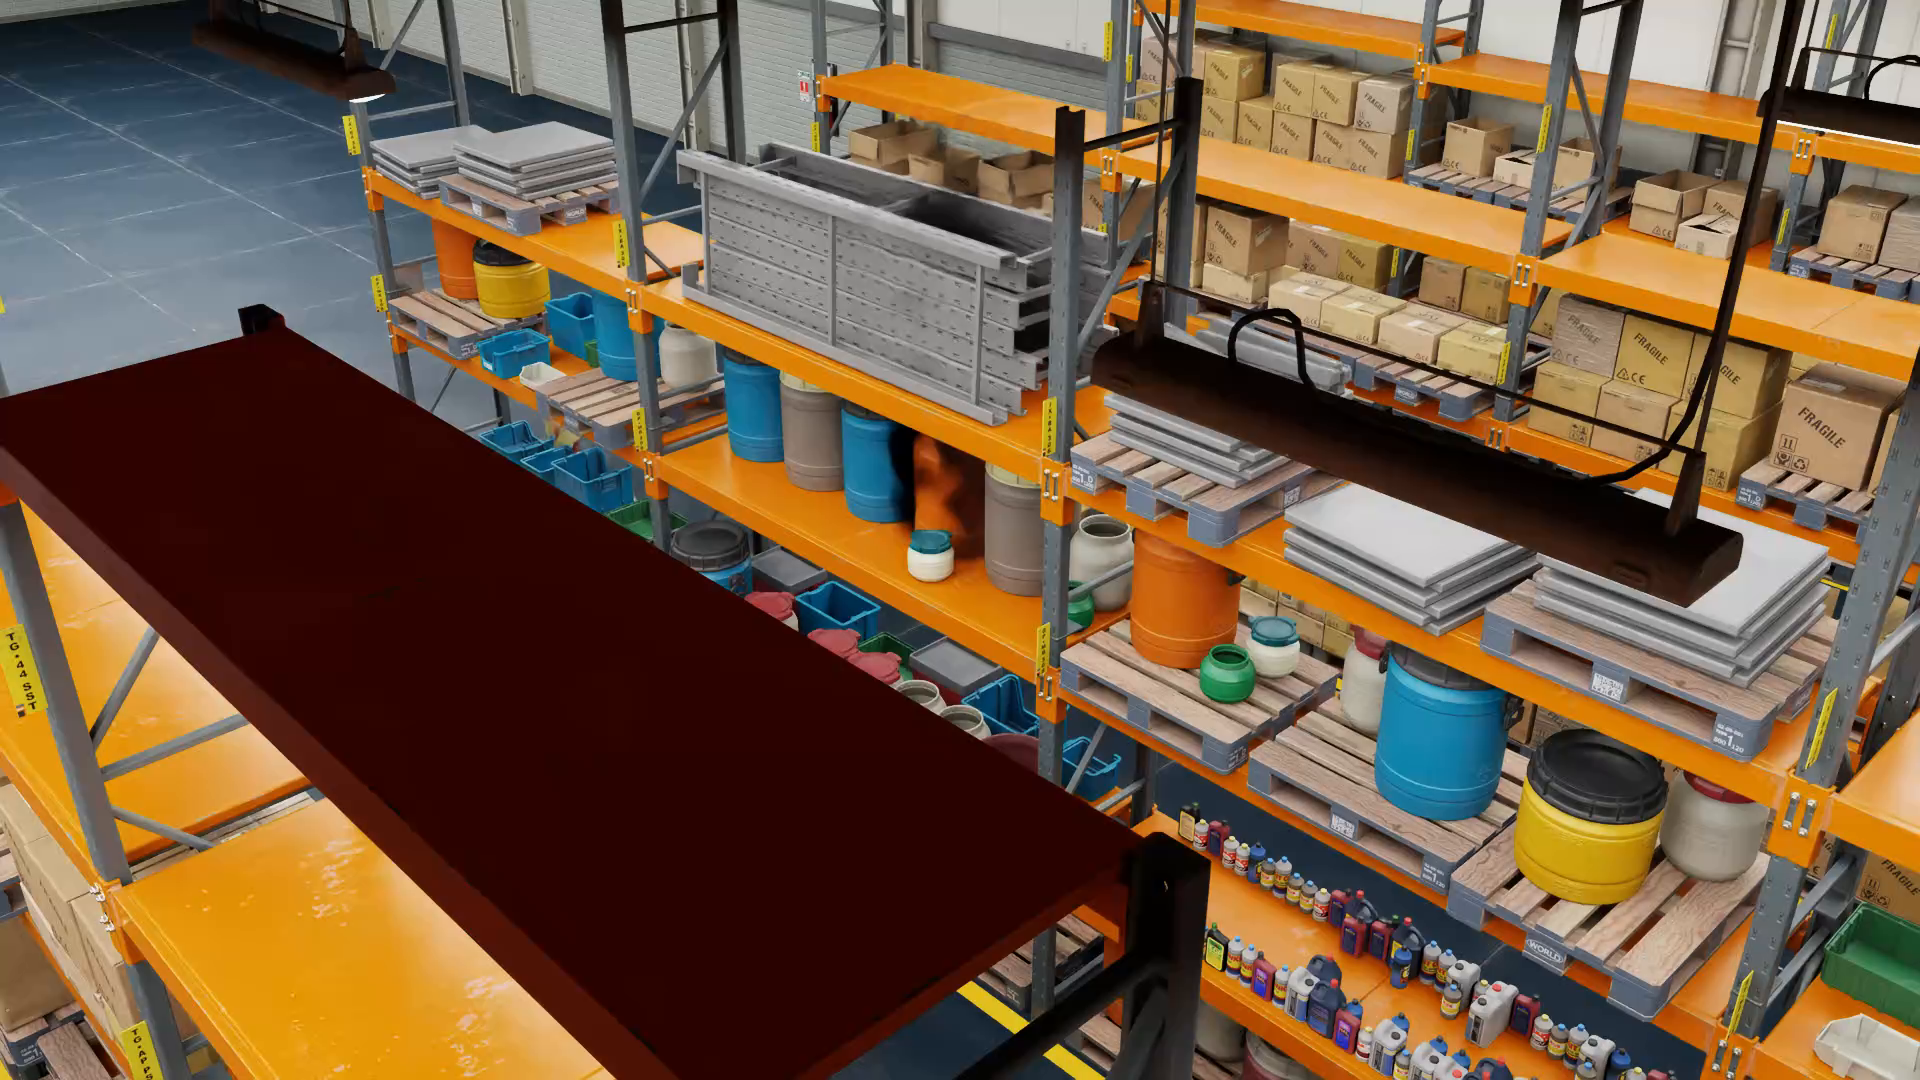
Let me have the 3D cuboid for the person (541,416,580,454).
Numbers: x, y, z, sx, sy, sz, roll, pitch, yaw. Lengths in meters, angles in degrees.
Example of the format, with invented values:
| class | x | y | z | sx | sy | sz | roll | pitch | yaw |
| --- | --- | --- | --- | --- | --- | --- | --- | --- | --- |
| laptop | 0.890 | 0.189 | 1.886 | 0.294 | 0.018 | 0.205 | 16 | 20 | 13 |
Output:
| class | x | y | z | sx | sy | sz | roll | pitch | yaw |
| --- | --- | --- | --- | --- | --- | --- | --- | --- | --- |
| person | -4.118 | -1.009 | 17.039 | 0.521 | 1.614 | 0.636 | 11 | 30 | 19 |
